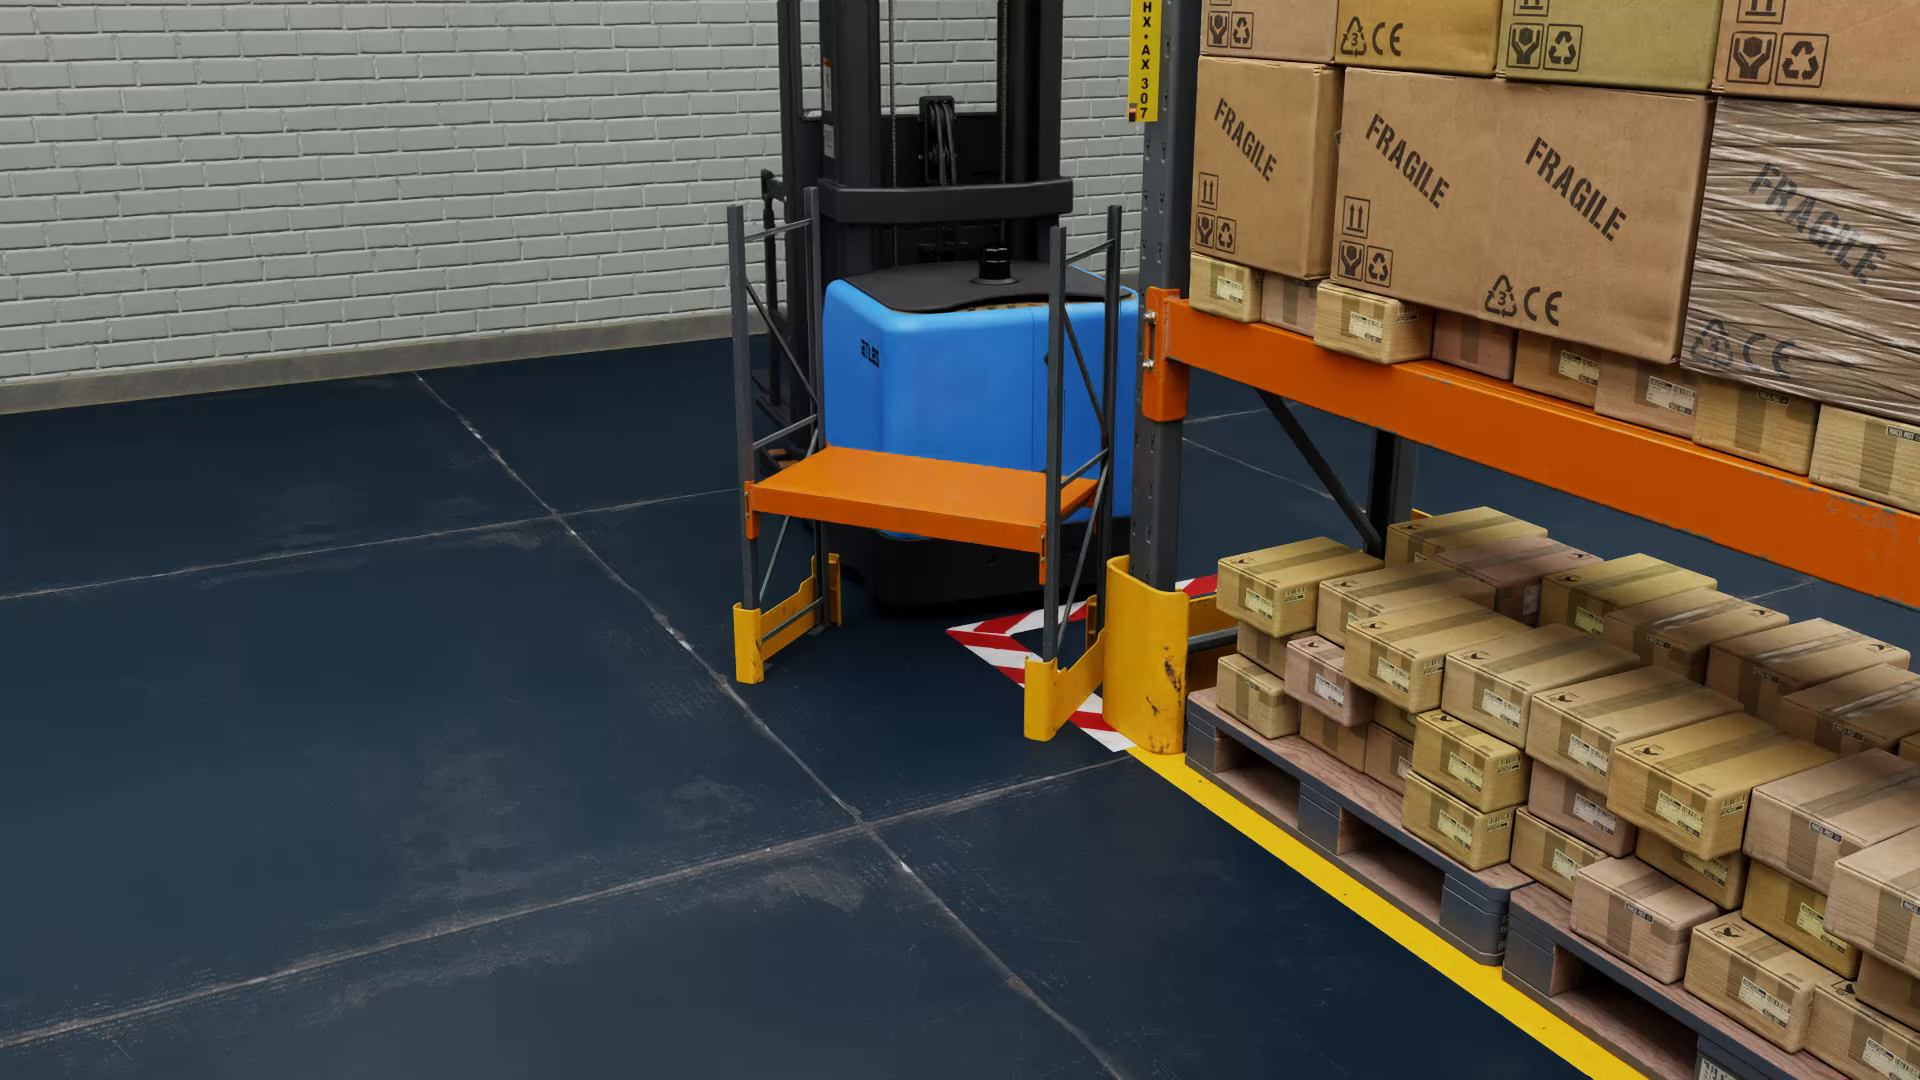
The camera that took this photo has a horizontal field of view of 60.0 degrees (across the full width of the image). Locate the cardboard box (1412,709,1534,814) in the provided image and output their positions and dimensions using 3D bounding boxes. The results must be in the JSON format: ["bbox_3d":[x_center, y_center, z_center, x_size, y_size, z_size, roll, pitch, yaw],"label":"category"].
[{"bbox_3d":[1.292,0.485,3.897,0.380,0.149,0.250,-9,21,-25],"label":"cardboard box"}]

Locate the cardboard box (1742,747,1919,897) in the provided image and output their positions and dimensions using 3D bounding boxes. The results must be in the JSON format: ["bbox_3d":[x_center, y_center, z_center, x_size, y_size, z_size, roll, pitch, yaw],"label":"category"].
[{"bbox_3d":[1.764,0.555,3.238,0.380,0.149,0.250,-10,21,-27],"label":"cardboard box"}]

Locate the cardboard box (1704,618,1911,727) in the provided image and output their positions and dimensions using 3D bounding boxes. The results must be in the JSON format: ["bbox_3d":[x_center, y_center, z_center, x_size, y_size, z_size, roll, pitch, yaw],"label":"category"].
[{"bbox_3d":[1.990,0.321,3.916,0.380,0.149,0.250,-9,21,-25],"label":"cardboard box"}]

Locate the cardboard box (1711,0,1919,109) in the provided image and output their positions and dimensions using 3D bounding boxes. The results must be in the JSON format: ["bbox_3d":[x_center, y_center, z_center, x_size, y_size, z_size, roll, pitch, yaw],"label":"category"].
[{"bbox_3d":[1.666,-0.996,2.777,0.500,0.500,0.500,-11,22,-28],"label":"cardboard box"}]

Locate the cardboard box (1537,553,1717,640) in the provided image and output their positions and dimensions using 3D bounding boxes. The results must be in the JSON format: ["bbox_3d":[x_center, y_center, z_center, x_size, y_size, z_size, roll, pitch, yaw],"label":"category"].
[{"bbox_3d":[1.746,0.169,4.359,0.380,0.149,0.250,-11,22,-28],"label":"cardboard box"}]

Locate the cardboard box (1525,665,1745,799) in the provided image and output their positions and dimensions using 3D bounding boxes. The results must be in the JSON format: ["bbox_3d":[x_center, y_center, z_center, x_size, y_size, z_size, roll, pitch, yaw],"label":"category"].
[{"bbox_3d":[1.476,0.415,3.644,0.380,0.149,0.250,-9,21,-25],"label":"cardboard box"}]

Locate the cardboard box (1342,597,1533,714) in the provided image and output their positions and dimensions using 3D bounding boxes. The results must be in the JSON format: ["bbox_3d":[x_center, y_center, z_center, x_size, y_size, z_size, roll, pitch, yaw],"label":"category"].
[{"bbox_3d":[1.162,0.276,4.048,0.380,0.149,0.250,-10,21,-27],"label":"cardboard box"}]

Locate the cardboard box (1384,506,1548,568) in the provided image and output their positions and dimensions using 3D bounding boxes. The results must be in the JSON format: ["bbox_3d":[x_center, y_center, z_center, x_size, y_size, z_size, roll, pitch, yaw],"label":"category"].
[{"bbox_3d":[1.443,0.033,4.752,0.380,0.149,0.250,-10,21,-26],"label":"cardboard box"}]

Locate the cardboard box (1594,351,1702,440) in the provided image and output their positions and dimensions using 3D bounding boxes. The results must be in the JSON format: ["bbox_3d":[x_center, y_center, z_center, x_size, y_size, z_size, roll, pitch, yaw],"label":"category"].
[{"bbox_3d":[1.515,-0.323,3.354,0.380,0.149,0.250,-10,22,-28],"label":"cardboard box"}]

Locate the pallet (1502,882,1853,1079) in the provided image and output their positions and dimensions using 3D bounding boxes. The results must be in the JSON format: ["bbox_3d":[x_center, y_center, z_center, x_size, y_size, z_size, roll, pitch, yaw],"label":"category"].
[{"bbox_3d":[1.935,0.981,3.465,1.003,0.211,1.213,-10,21,-27],"label":"pallet"}]

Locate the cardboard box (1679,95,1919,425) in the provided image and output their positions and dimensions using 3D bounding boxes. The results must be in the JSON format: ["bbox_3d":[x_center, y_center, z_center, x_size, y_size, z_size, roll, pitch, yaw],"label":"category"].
[{"bbox_3d":[1.684,-0.526,2.949,0.500,0.500,0.500,-11,22,-28],"label":"cardboard box"}]

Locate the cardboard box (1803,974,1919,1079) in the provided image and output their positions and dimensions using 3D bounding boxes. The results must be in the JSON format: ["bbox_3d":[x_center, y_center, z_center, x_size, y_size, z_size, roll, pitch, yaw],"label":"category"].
[{"bbox_3d":[1.826,0.908,3.130,0.380,0.149,0.250,-10,21,-26],"label":"cardboard box"}]

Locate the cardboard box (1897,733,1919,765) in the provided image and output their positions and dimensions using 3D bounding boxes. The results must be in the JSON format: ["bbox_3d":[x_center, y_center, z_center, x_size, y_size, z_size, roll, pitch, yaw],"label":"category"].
[{"bbox_3d":[2.167,0.485,3.442,0.380,0.149,0.250,-10,21,-26],"label":"cardboard box"}]

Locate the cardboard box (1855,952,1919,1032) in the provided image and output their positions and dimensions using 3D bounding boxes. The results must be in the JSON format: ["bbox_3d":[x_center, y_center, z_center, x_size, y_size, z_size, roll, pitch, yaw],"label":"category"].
[{"bbox_3d":[1.876,0.781,3.041,0.380,0.149,0.250,-11,22,-29],"label":"cardboard box"}]

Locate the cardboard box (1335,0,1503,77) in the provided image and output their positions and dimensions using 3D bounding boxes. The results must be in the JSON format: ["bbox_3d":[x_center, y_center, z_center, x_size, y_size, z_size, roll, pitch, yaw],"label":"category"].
[{"bbox_3d":[1.193,-1.294,3.642,0.500,0.500,0.500,-9,21,-25],"label":"cardboard box"}]

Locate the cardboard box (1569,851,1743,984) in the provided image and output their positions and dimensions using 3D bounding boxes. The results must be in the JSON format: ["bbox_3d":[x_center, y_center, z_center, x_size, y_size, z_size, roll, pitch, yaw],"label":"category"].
[{"bbox_3d":[1.528,0.768,3.534,0.380,0.149,0.250,-11,22,-29],"label":"cardboard box"}]

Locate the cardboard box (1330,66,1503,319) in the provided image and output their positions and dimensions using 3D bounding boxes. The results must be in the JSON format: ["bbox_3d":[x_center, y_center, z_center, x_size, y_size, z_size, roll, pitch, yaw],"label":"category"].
[{"bbox_3d":[1.215,-0.814,3.783,0.500,0.500,0.500,-10,21,-27],"label":"cardboard box"}]

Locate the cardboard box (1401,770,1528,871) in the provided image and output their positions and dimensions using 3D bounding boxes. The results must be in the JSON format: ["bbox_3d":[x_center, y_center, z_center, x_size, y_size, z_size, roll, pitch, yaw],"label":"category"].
[{"bbox_3d":[1.281,0.625,3.950,0.380,0.149,0.250,-10,21,-26],"label":"cardboard box"}]

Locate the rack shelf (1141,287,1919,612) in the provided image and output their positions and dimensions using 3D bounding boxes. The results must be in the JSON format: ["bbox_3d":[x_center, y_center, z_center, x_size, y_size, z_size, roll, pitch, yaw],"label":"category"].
[{"bbox_3d":[1.918,-0.033,3.233,1.077,0.370,4.000,-10,21,-27],"label":"rack shelf"}]

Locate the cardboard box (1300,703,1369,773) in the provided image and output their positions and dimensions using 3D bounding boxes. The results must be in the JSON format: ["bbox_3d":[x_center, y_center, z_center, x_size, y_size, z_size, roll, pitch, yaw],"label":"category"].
[{"bbox_3d":[1.132,0.464,4.415,0.380,0.149,0.250,-10,21,-27],"label":"cardboard box"}]

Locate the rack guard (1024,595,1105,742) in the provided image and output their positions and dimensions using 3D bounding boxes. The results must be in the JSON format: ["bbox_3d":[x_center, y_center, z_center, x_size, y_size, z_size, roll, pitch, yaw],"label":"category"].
[{"bbox_3d":[0.342,0.386,5.129,0.087,0.250,0.587,8,21,23],"label":"rack guard"}]

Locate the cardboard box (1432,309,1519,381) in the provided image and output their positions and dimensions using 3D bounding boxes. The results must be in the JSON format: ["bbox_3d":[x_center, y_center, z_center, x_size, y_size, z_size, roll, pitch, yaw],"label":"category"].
[{"bbox_3d":[1.315,-0.480,3.808,0.380,0.149,0.250,-9,21,-24],"label":"cardboard box"}]

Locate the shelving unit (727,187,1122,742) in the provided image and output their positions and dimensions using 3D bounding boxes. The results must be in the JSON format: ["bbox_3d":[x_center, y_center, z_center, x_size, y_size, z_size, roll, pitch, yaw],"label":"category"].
[{"bbox_3d":[-0.111,-0.272,5.120,1.083,1.500,0.587,8,21,23],"label":"shelving unit"}]

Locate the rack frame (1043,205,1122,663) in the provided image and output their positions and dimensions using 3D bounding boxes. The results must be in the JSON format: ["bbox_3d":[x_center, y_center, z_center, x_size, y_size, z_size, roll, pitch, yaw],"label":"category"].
[{"bbox_3d":[0.359,-0.202,4.917,0.032,1.500,0.500,8,21,23],"label":"rack frame"}]

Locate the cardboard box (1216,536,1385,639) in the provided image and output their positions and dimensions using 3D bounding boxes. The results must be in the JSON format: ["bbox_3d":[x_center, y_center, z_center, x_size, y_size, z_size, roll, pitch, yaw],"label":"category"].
[{"bbox_3d":[0.918,0.123,4.490,0.380,0.149,0.250,-11,22,-29],"label":"cardboard box"}]

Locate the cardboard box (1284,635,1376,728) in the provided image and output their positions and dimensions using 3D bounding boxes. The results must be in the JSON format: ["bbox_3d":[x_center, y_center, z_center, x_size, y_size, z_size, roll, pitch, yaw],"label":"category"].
[{"bbox_3d":[1.072,0.338,4.323,0.380,0.149,0.250,-10,21,-27],"label":"cardboard box"}]

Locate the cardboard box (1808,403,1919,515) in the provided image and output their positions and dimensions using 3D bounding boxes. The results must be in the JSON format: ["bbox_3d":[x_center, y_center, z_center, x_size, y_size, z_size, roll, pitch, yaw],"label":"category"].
[{"bbox_3d":[1.721,-0.164,2.893,0.380,0.149,0.250,-10,21,-26],"label":"cardboard box"}]

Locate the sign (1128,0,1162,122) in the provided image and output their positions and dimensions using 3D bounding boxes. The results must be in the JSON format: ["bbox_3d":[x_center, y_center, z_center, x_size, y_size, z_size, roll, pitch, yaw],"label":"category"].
[{"bbox_3d":[0.491,-1.273,4.394,0.100,0.325,0.005,-10,21,-27],"label":"sign"}]

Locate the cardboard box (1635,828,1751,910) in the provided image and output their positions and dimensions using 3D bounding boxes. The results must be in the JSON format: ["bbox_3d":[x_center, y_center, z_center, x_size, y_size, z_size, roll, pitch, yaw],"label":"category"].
[{"bbox_3d":[1.667,0.618,3.512,0.380,0.149,0.250,-9,21,-24],"label":"cardboard box"}]

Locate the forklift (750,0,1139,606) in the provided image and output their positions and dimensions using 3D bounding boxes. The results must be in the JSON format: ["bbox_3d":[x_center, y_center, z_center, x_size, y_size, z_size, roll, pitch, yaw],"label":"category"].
[{"bbox_3d":[-0.246,-1.602,6.780,1.130,2.935,3.031,-6,20,-18],"label":"forklift"}]

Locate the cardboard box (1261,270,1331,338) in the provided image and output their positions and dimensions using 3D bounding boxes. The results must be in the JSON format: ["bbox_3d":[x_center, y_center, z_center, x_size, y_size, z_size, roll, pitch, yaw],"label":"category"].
[{"bbox_3d":[0.991,-0.618,4.210,0.380,0.149,0.250,-9,21,-25],"label":"cardboard box"}]
